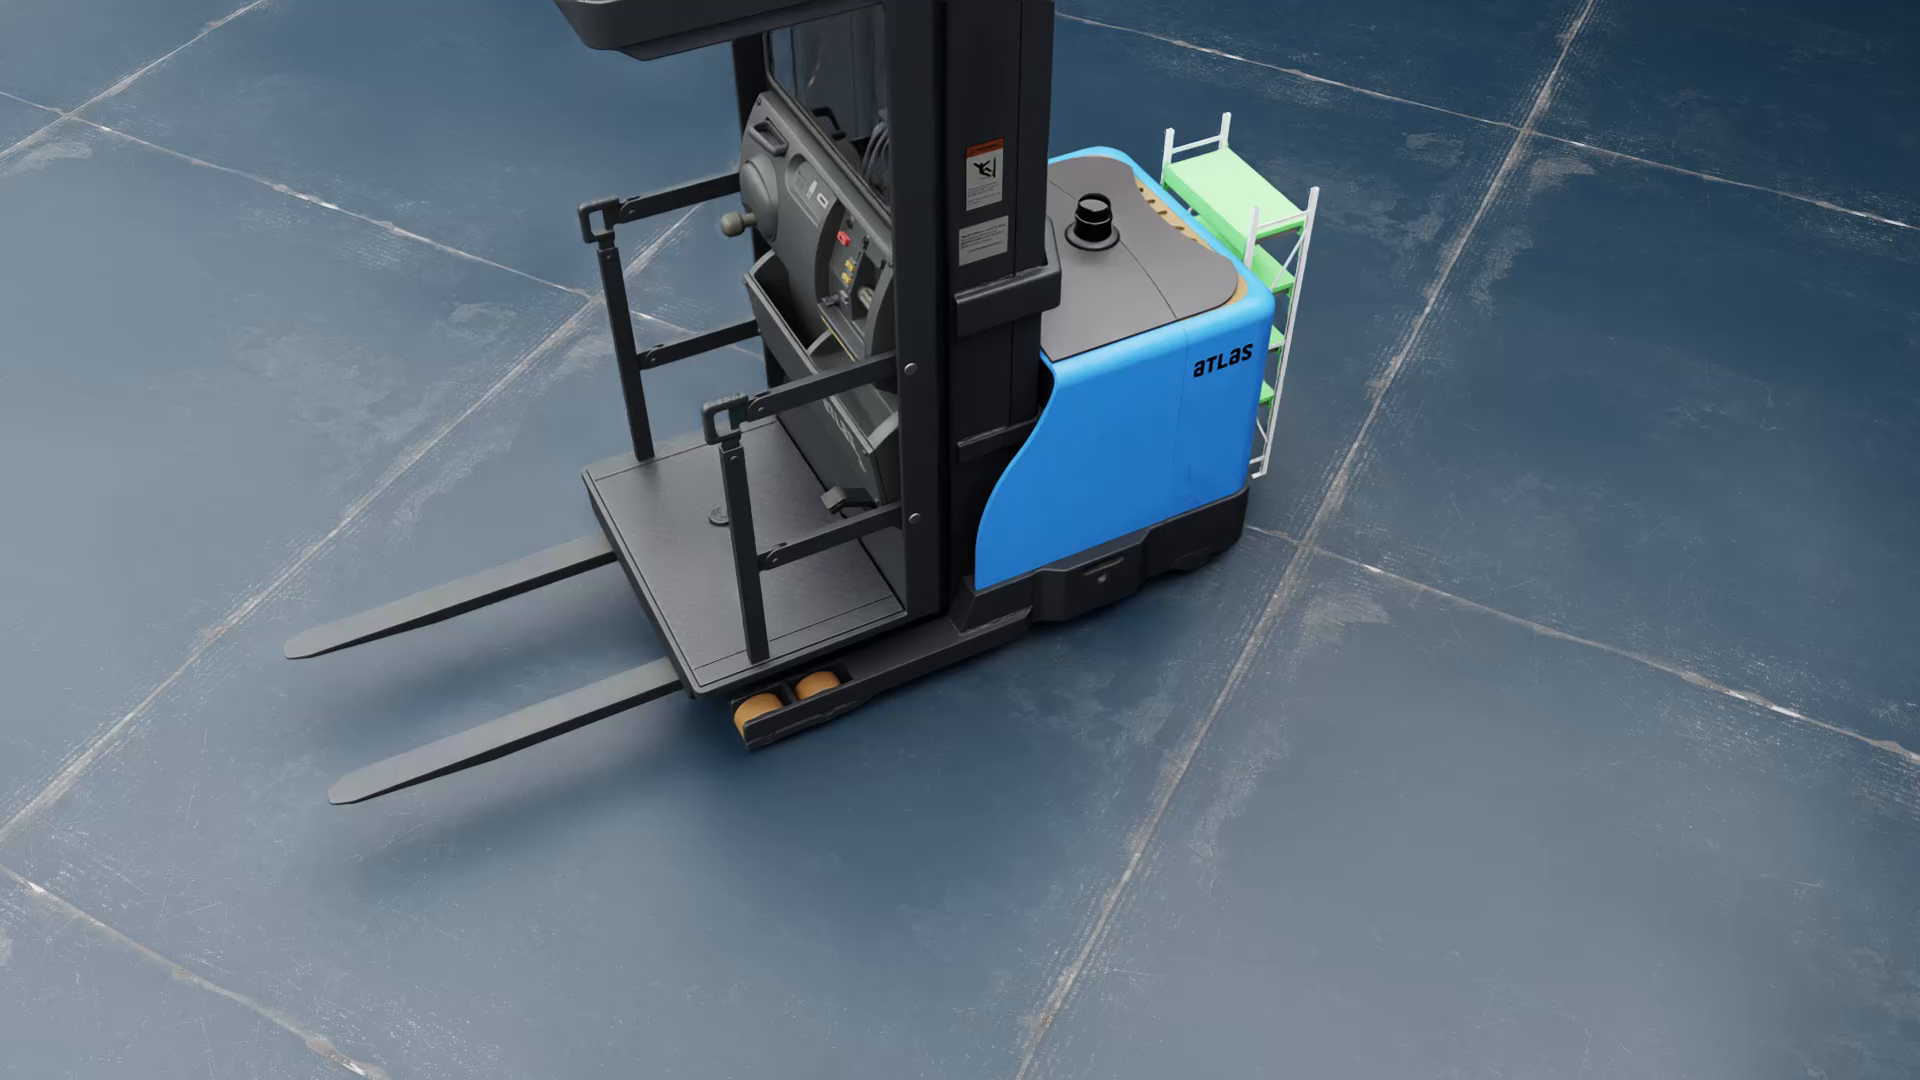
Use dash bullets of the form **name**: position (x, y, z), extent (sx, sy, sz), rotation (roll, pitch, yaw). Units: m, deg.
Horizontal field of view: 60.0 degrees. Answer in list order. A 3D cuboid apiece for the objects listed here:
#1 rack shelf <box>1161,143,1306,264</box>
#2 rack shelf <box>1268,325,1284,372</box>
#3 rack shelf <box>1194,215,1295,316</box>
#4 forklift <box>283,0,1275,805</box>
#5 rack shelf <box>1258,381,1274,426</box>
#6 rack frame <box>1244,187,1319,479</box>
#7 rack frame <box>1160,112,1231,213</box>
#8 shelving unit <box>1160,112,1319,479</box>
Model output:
- **rack shelf**: position (0.887, -1.074, 5.381), extent (0.258, 0.148, 0.480), rotation (-20, 49, -19)
- **rack shelf**: position (0.883, -0.736, 5.722), extent (0.258, 0.148, 0.480), rotation (-20, 49, -19)
- **rack shelf**: position (0.885, -0.905, 5.552), extent (0.258, 0.148, 0.480), rotation (-20, 49, -19)
- **forklift**: position (-0.584, -0.829, 4.509), extent (3.031, 2.935, 1.130), rotation (-20, 49, -19)
- **rack shelf**: position (0.882, -0.566, 5.892), extent (0.258, 0.148, 0.480), rotation (-20, 49, -19)
- **rack frame**: position (0.996, -0.626, 5.524), extent (0.240, 1.200, 0.015), rotation (-20, 49, -19)
- **rack frame**: position (0.772, -0.935, 5.829), extent (0.240, 1.200, 0.015), rotation (-20, 49, -19)
- **shelving unit**: position (0.884, -0.781, 5.676), extent (0.258, 1.200, 0.503), rotation (-20, 49, -19)
